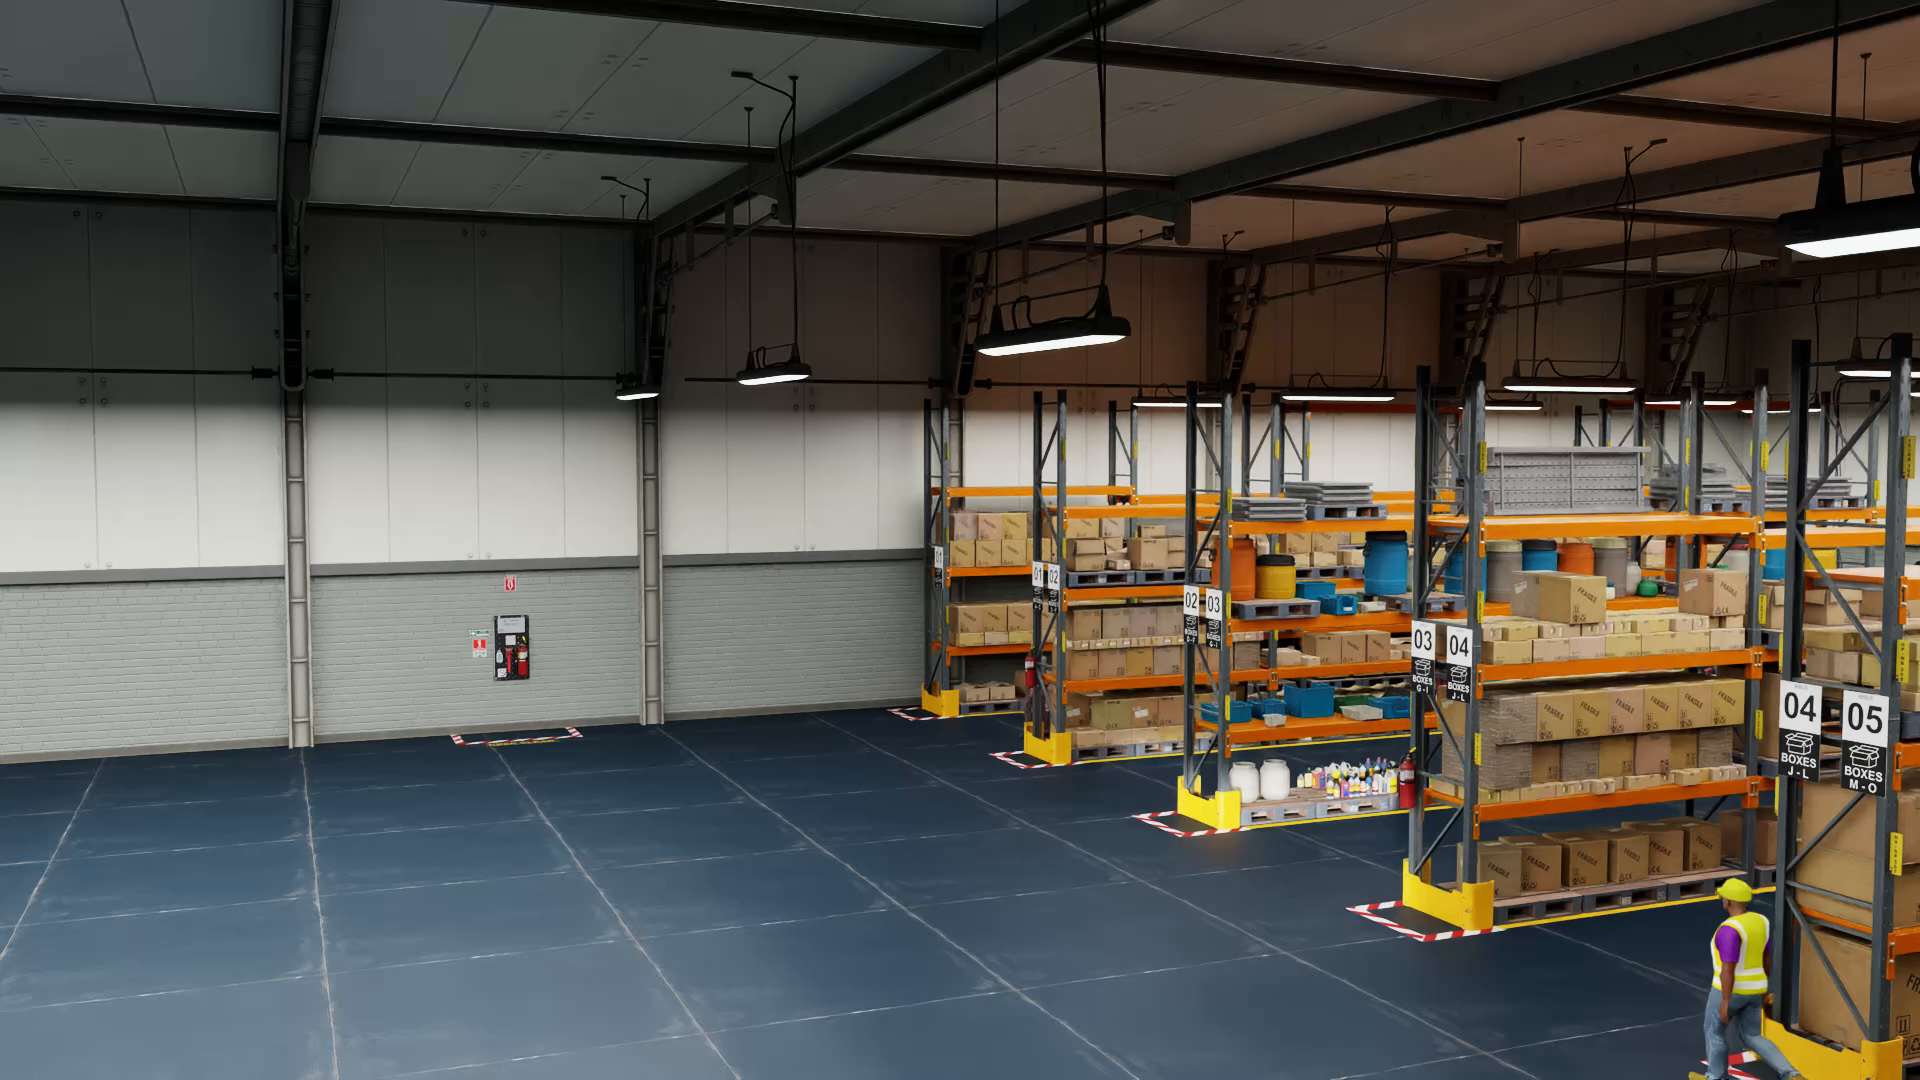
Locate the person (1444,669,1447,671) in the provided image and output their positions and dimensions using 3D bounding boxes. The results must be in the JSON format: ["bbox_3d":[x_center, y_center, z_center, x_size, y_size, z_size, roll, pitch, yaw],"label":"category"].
[{"bbox_3d":[9.643,2.393,32.968,0.517,1.664,0.493,1,3,12],"label":"person"}]

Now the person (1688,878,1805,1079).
[{"bbox_3d":[6.160,3.526,12.997,0.608,1.734,0.909,-2,4,-26],"label":"person"}]

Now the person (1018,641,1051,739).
[{"bbox_3d":[1.319,2.618,28.958,0.580,1.764,0.580,-1,4,-18],"label":"person"}]
